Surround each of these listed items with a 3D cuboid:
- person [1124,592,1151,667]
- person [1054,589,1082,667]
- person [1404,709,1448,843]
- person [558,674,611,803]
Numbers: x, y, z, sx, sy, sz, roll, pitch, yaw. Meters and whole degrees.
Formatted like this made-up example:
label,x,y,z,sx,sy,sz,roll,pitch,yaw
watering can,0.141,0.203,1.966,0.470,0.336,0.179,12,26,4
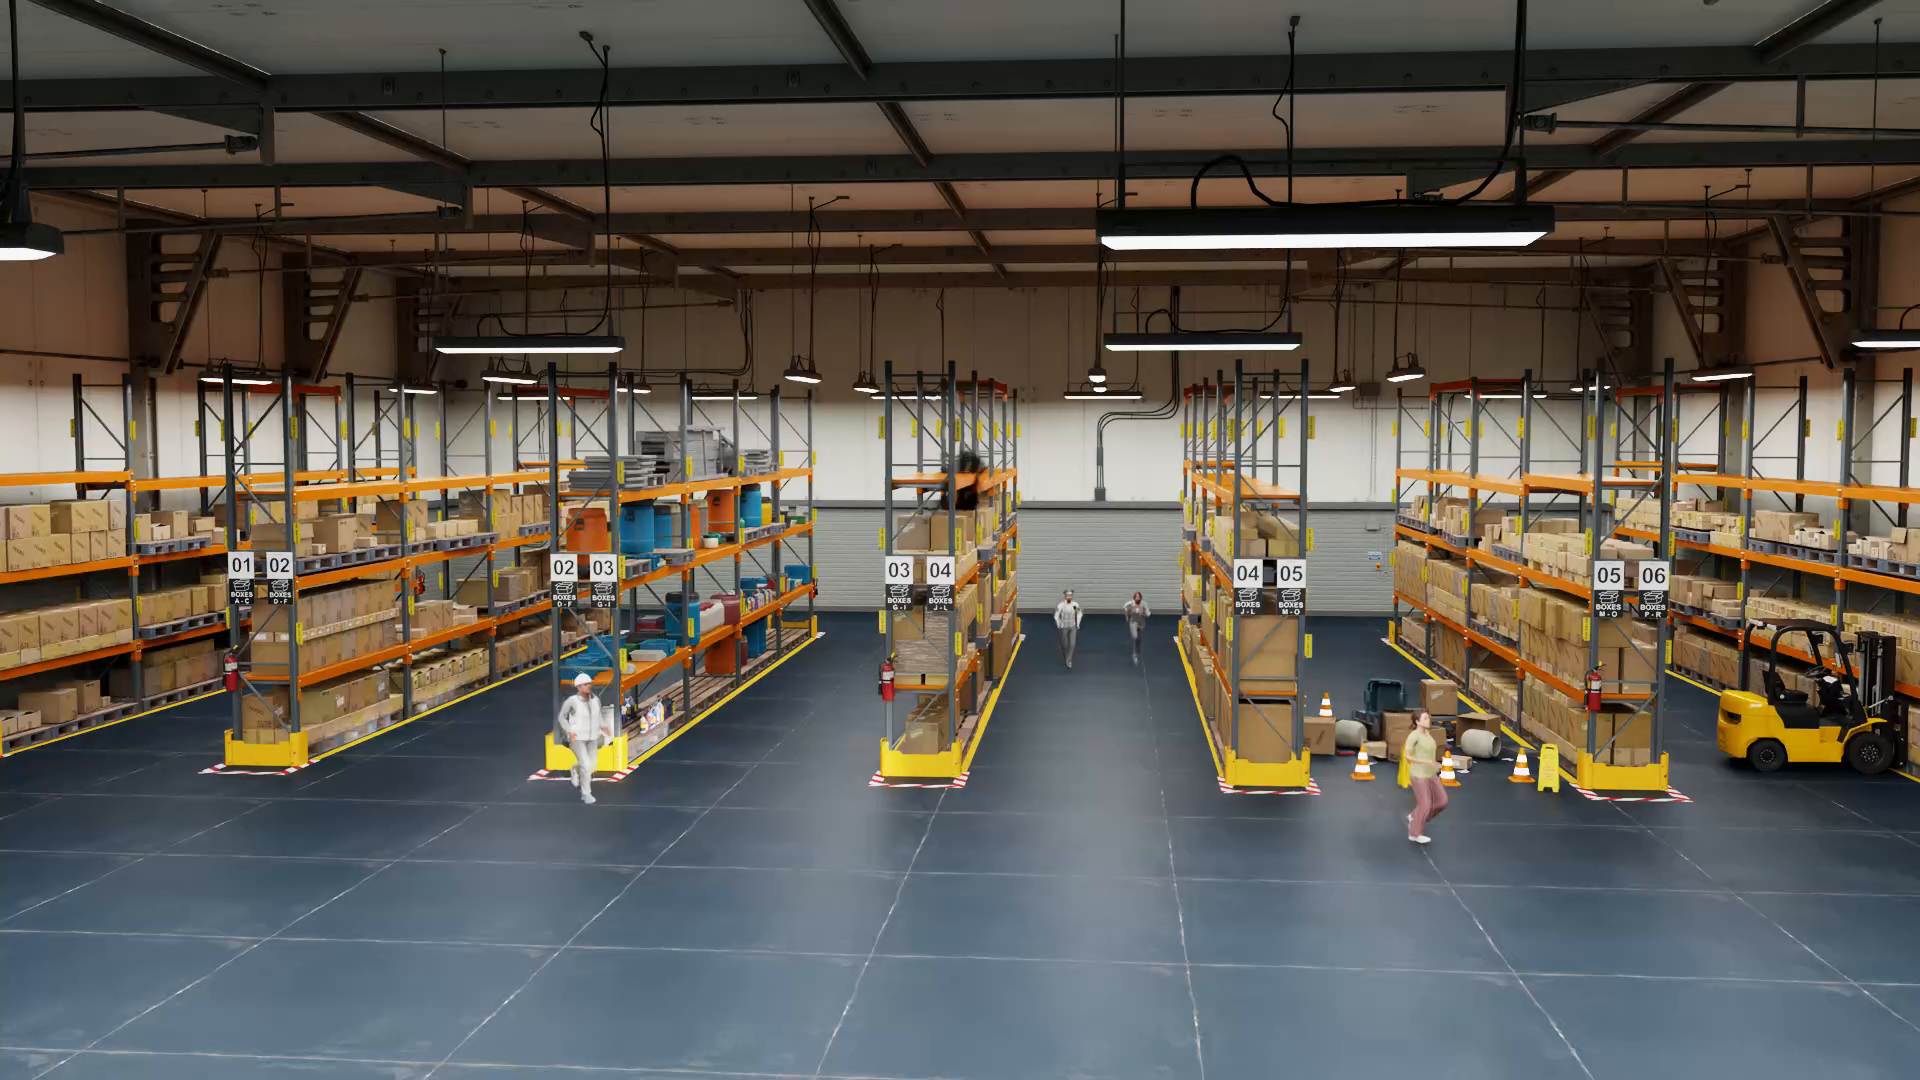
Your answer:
label,x,y,z,sx,sy,sz,roll,pitch,yaw
person,3.796,1.878,35.672,0.536,1.595,0.887,0,4,-3
person,2.313,1.852,35.481,0.606,1.653,0.693,0,4,-3
person,5.635,2.856,20.132,0.572,1.625,0.539,-3,5,-40
person,-5.150,2.662,22.547,0.741,1.729,0.647,4,5,44
